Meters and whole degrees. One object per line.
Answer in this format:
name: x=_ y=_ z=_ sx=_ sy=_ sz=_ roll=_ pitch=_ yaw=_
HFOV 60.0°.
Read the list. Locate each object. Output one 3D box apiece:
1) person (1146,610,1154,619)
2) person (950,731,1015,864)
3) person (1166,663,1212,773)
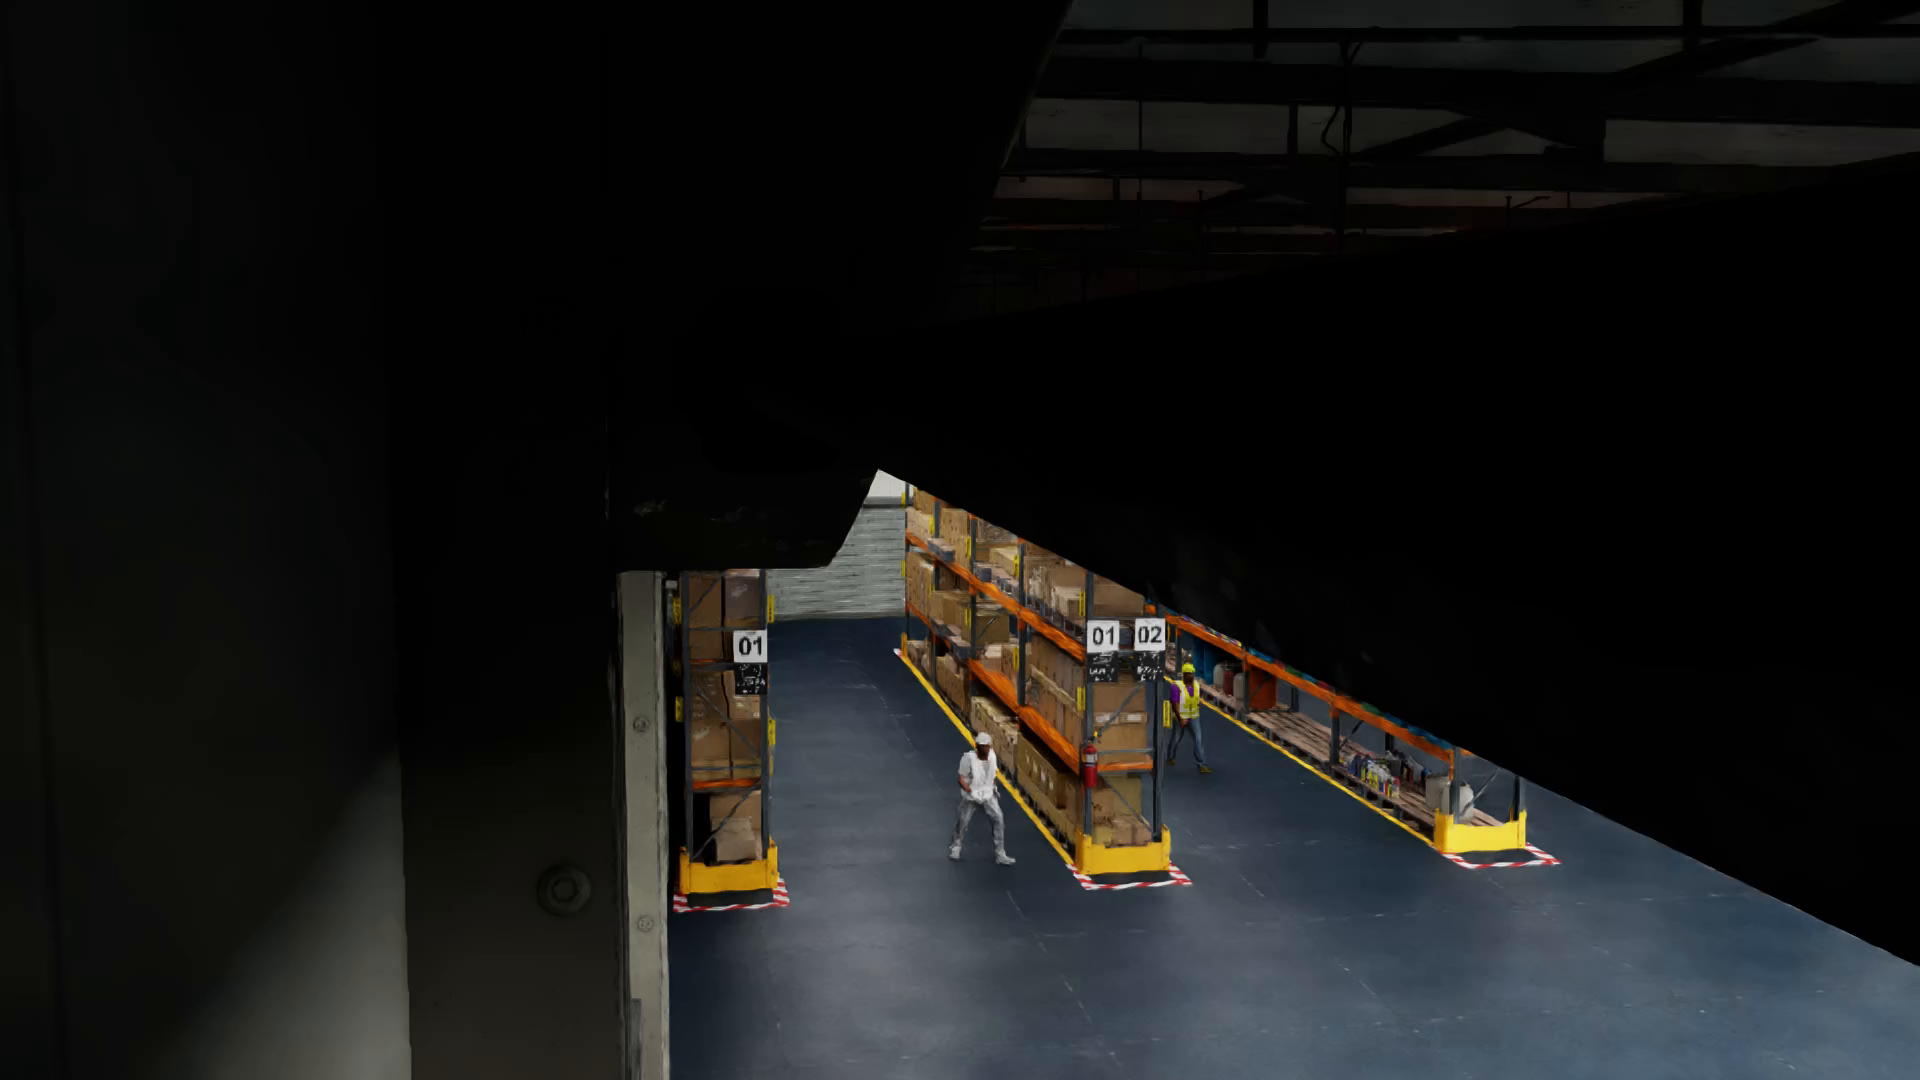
person: x=4.560 y=1.227 z=40.731 sx=0.501 sy=1.777 sz=0.750 roll=3 pitch=7 yaw=30
person: x=0.236 y=3.269 z=21.250 sx=0.692 sy=1.723 sz=0.846 roll=-3 pitch=7 yaw=-27
person: x=3.552 y=2.772 z=26.065 sx=0.571 sy=1.708 sz=1.033 roll=-2 pitch=6 yaw=-18
